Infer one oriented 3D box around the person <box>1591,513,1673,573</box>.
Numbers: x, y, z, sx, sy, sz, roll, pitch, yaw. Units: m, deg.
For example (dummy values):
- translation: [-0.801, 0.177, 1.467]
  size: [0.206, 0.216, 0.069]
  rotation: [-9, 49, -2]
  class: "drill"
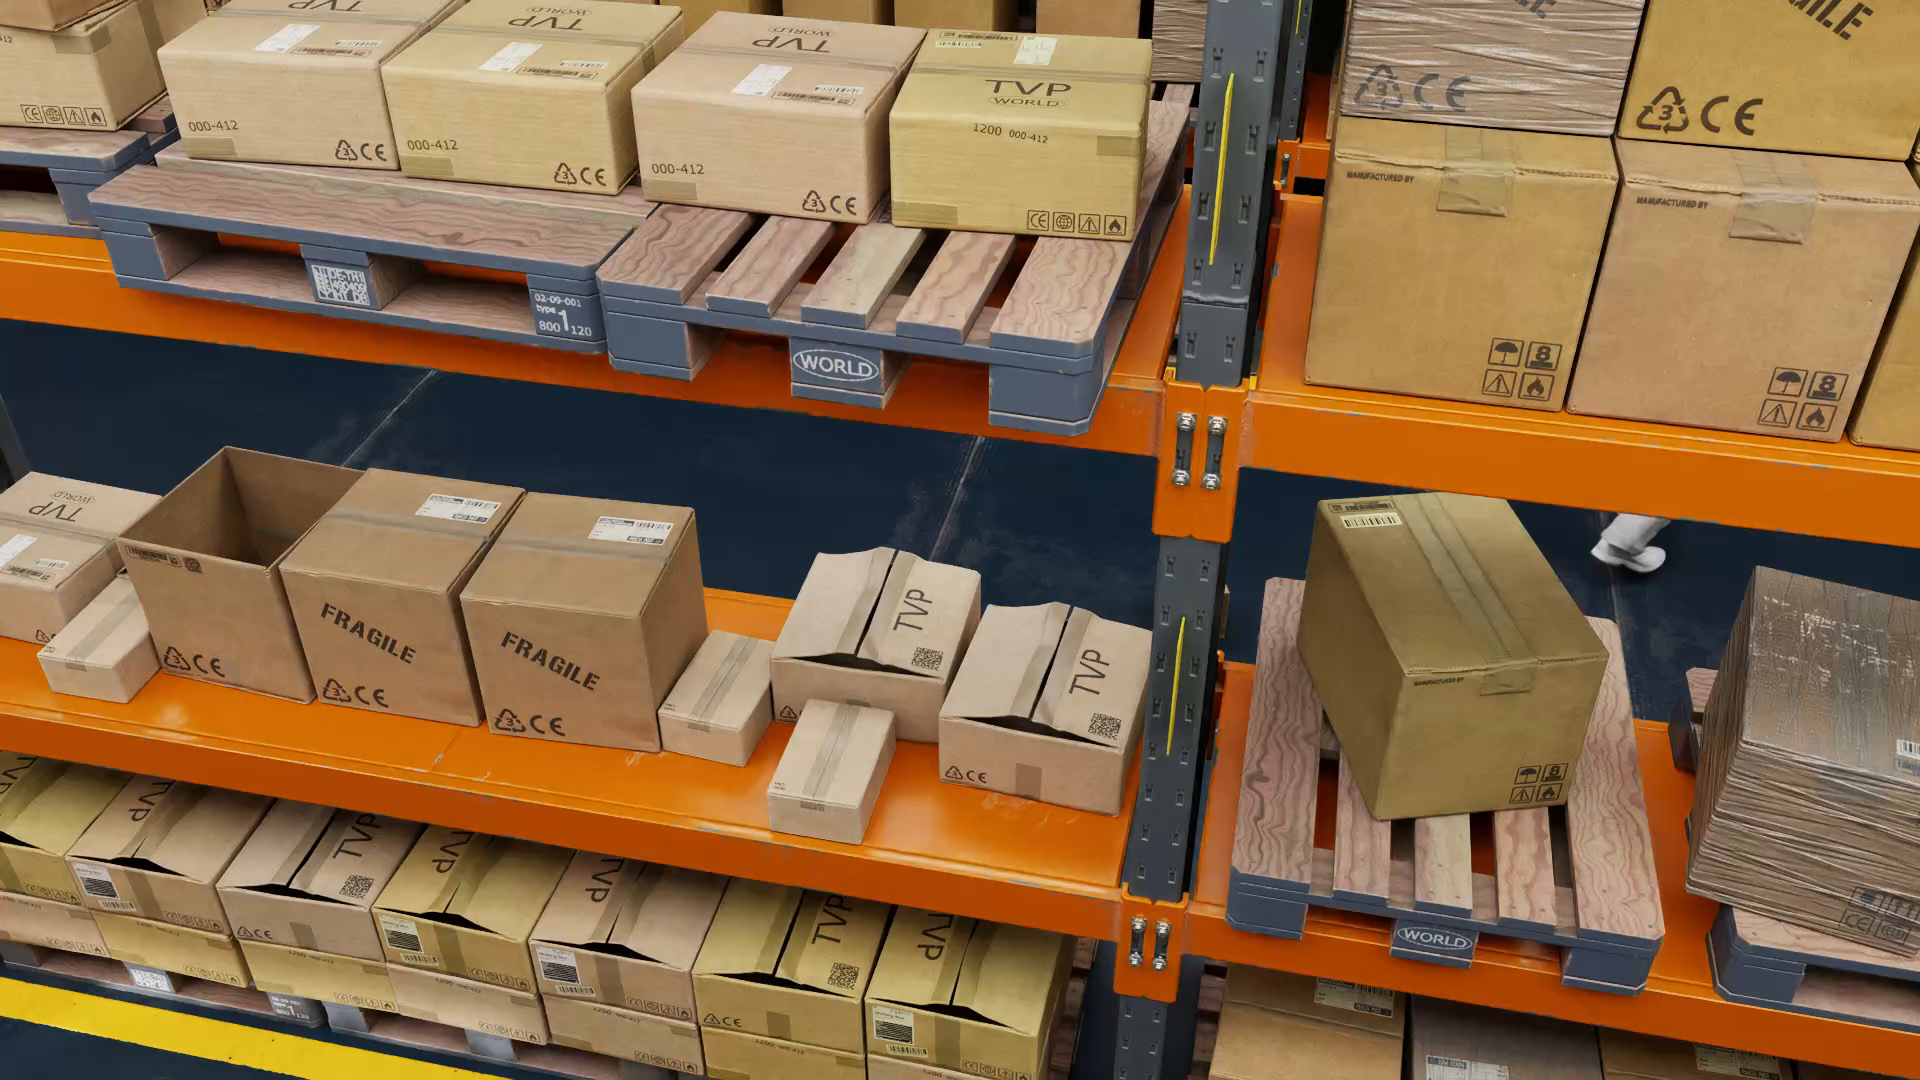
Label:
- translation: [3.217, -0.706, 7.138]
  size: [1.089, 1.718, 0.567]
  rotation: [-14, 38, -18]
  class: "person"
